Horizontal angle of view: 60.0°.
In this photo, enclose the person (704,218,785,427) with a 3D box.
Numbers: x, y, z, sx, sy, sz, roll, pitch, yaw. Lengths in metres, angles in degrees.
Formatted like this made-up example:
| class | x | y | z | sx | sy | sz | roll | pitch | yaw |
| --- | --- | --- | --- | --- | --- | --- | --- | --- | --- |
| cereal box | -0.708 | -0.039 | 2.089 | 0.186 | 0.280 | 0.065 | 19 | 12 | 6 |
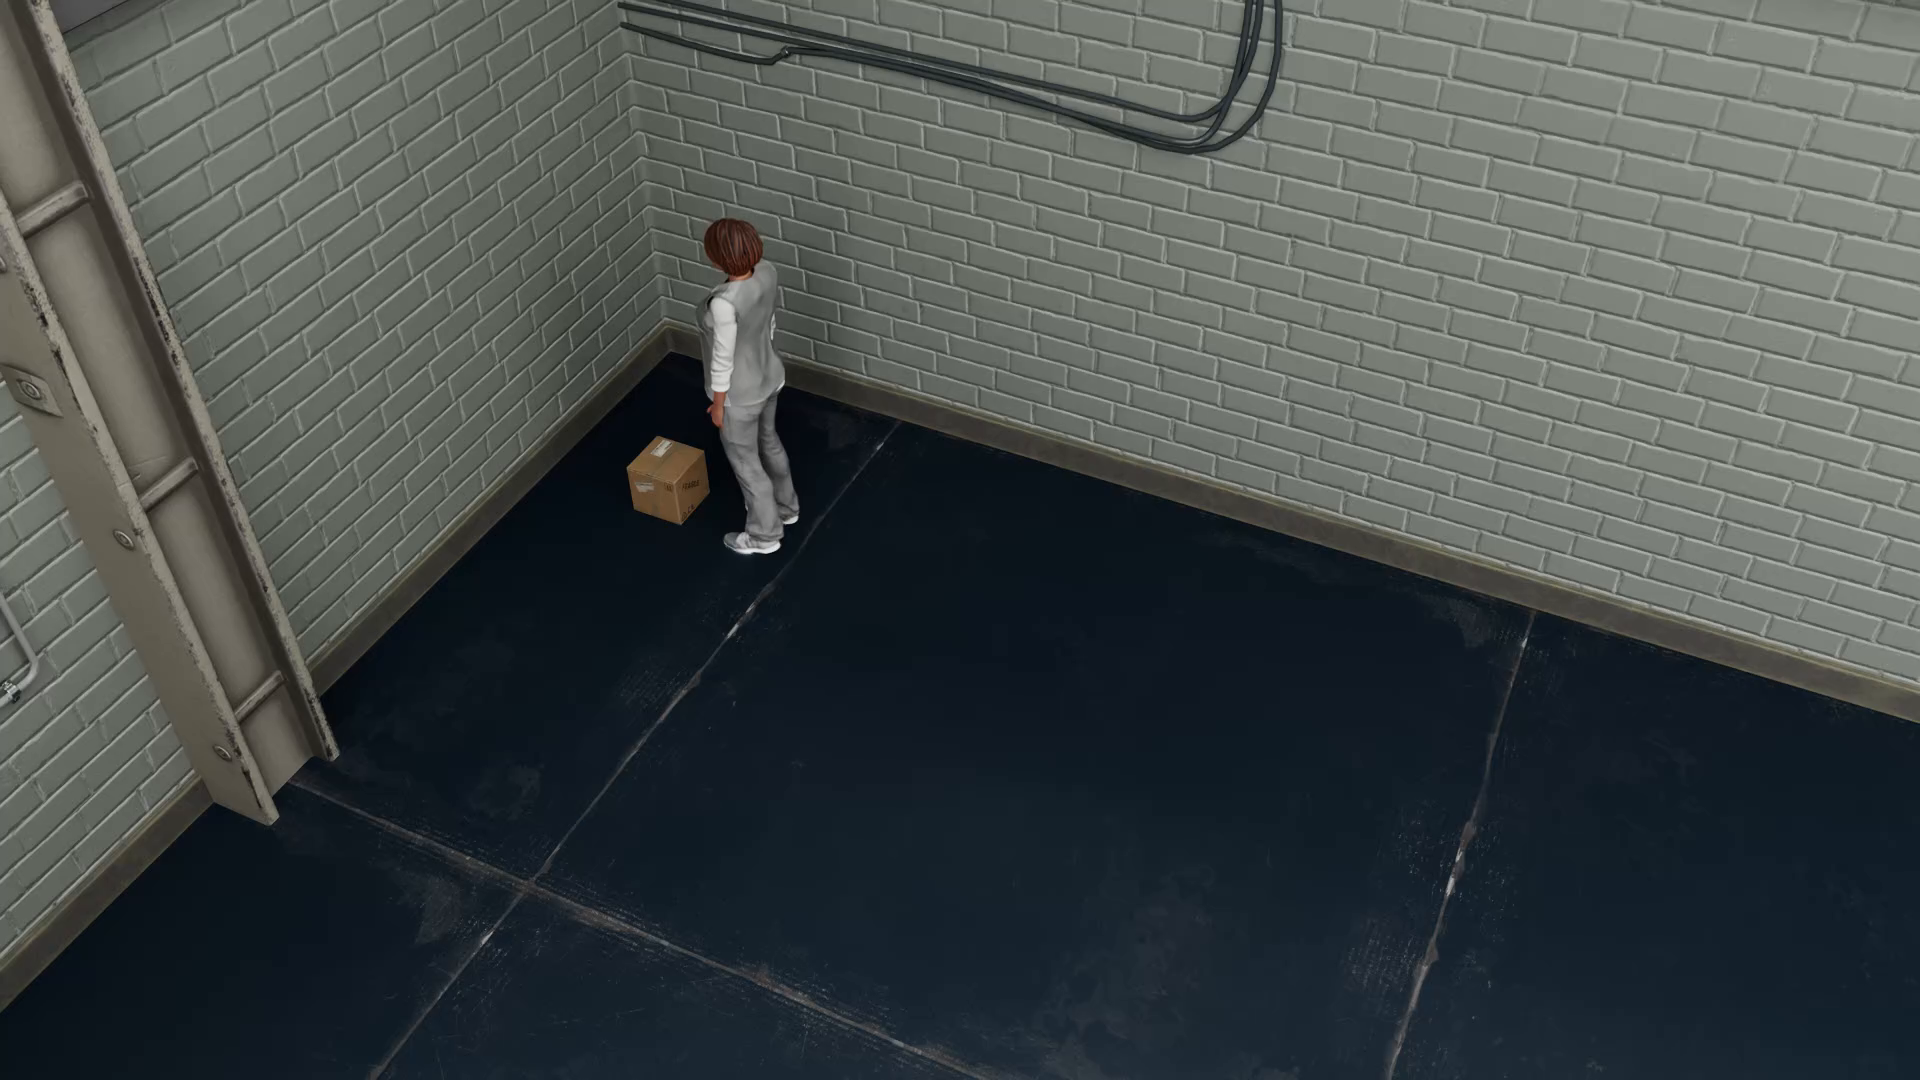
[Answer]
| class | x | y | z | sx | sy | sz | roll | pitch | yaw |
| --- | --- | --- | --- | --- | --- | --- | --- | --- | --- |
| person | -0.886 | -0.870 | 6.623 | 0.278 | 0.921 | 0.408 | 19 | 46 | 19 |
